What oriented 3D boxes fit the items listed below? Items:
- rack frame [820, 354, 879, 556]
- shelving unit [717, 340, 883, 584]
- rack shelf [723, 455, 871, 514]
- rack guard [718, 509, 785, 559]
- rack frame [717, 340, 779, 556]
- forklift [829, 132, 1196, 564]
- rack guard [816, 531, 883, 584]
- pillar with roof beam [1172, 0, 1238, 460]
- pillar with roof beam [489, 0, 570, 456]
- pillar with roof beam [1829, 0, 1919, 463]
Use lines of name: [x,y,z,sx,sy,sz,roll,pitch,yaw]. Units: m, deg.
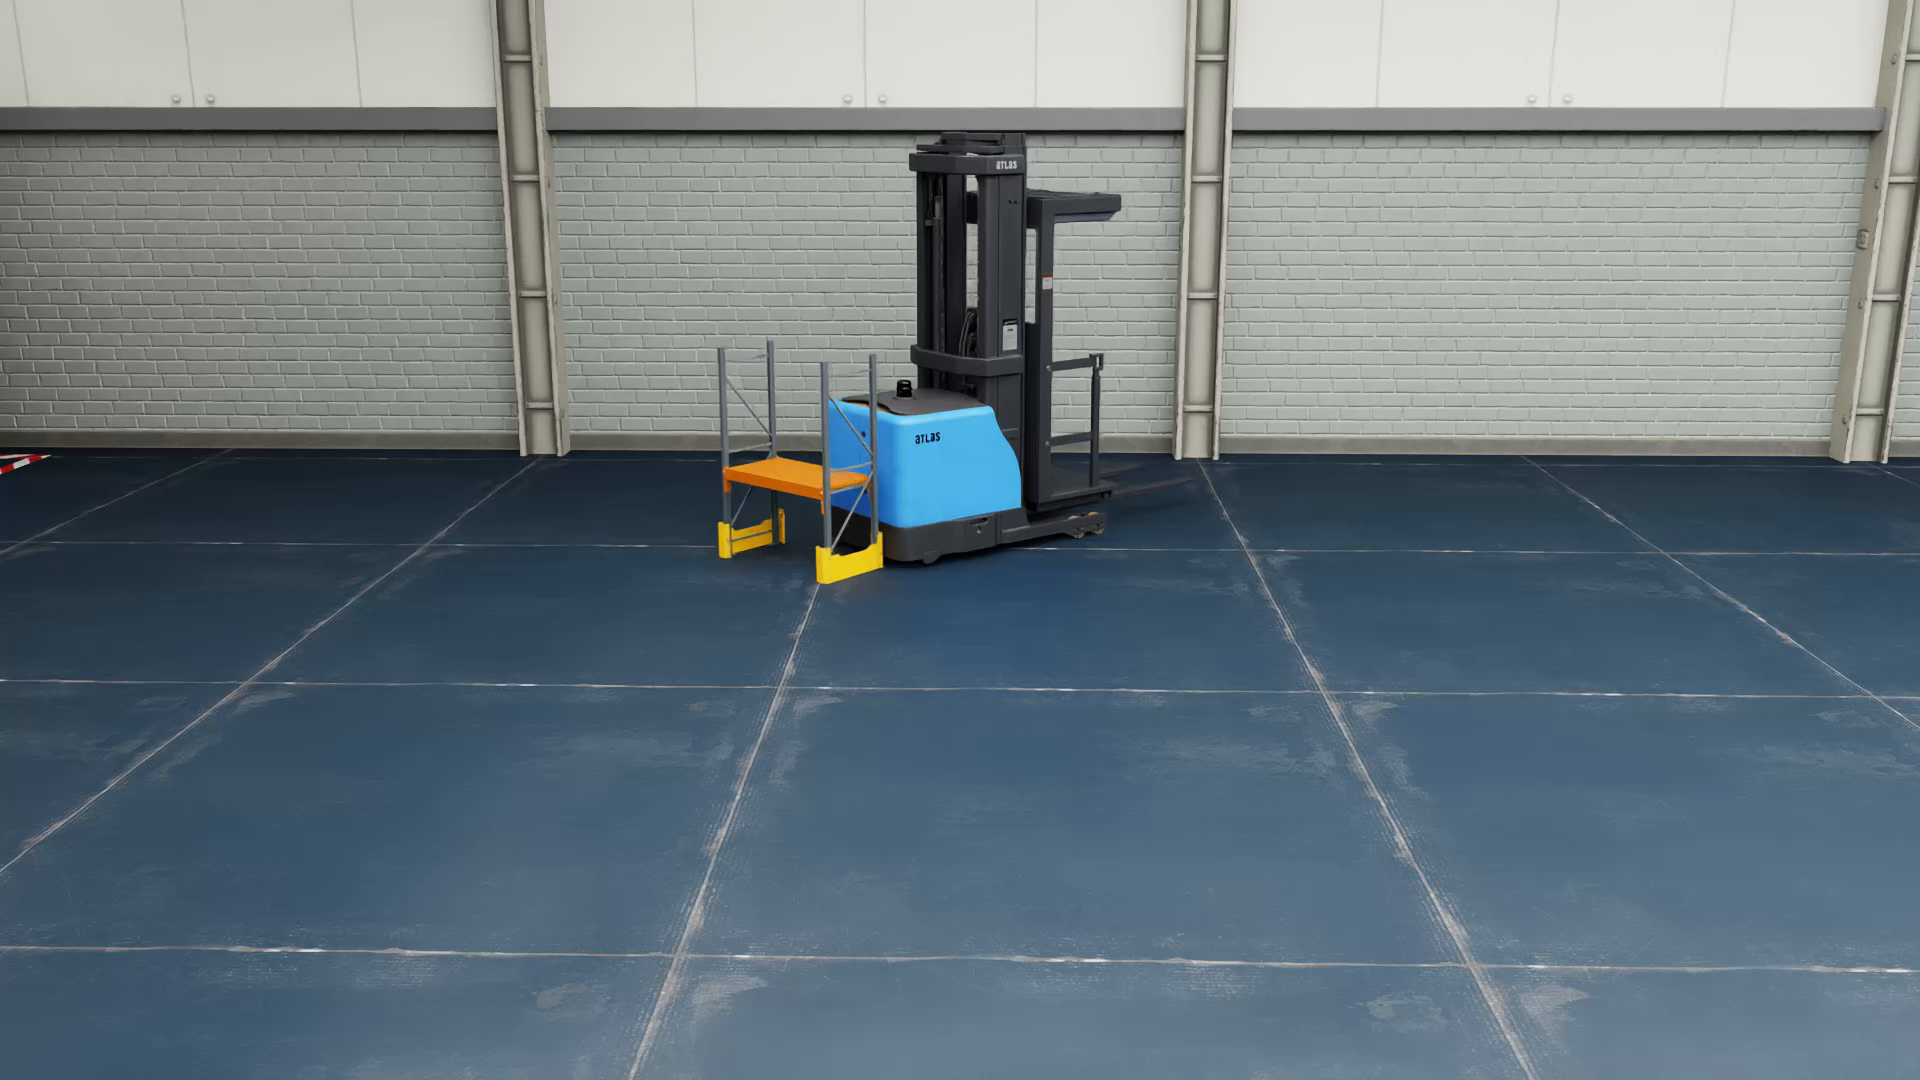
rack frame: [-0.739,-0.484,11.233,0.032,1.500,0.500,13,19,39]
shelving unit: [-1.129,-0.570,11.562,1.083,1.500,0.587,13,19,39]
rack shelf: [-1.122,-0.395,11.602,1.000,0.185,0.538,13,19,39]
rack guard: [-1.504,-0.050,12.038,0.087,0.250,0.587,13,19,39]
rack frame: [-1.505,-0.654,11.880,0.032,1.500,0.500,13,19,39]
forklift: [0.492,-1.528,12.387,3.031,2.935,1.130,-11,18,-36]
rack guard: [-0.754,0.117,11.405,0.087,0.250,0.587,13,19,39]
pillar with roof beam: [2.049,-4.025,9.957,0.400,9.000,9.100,0,15,1]
pillar with roof beam: [-3.949,-4.064,10.106,0.400,9.000,9.100,0,15,1]
pillar with roof beam: [8.047,-3.986,9.809,0.400,9.000,9.100,0,15,1]
